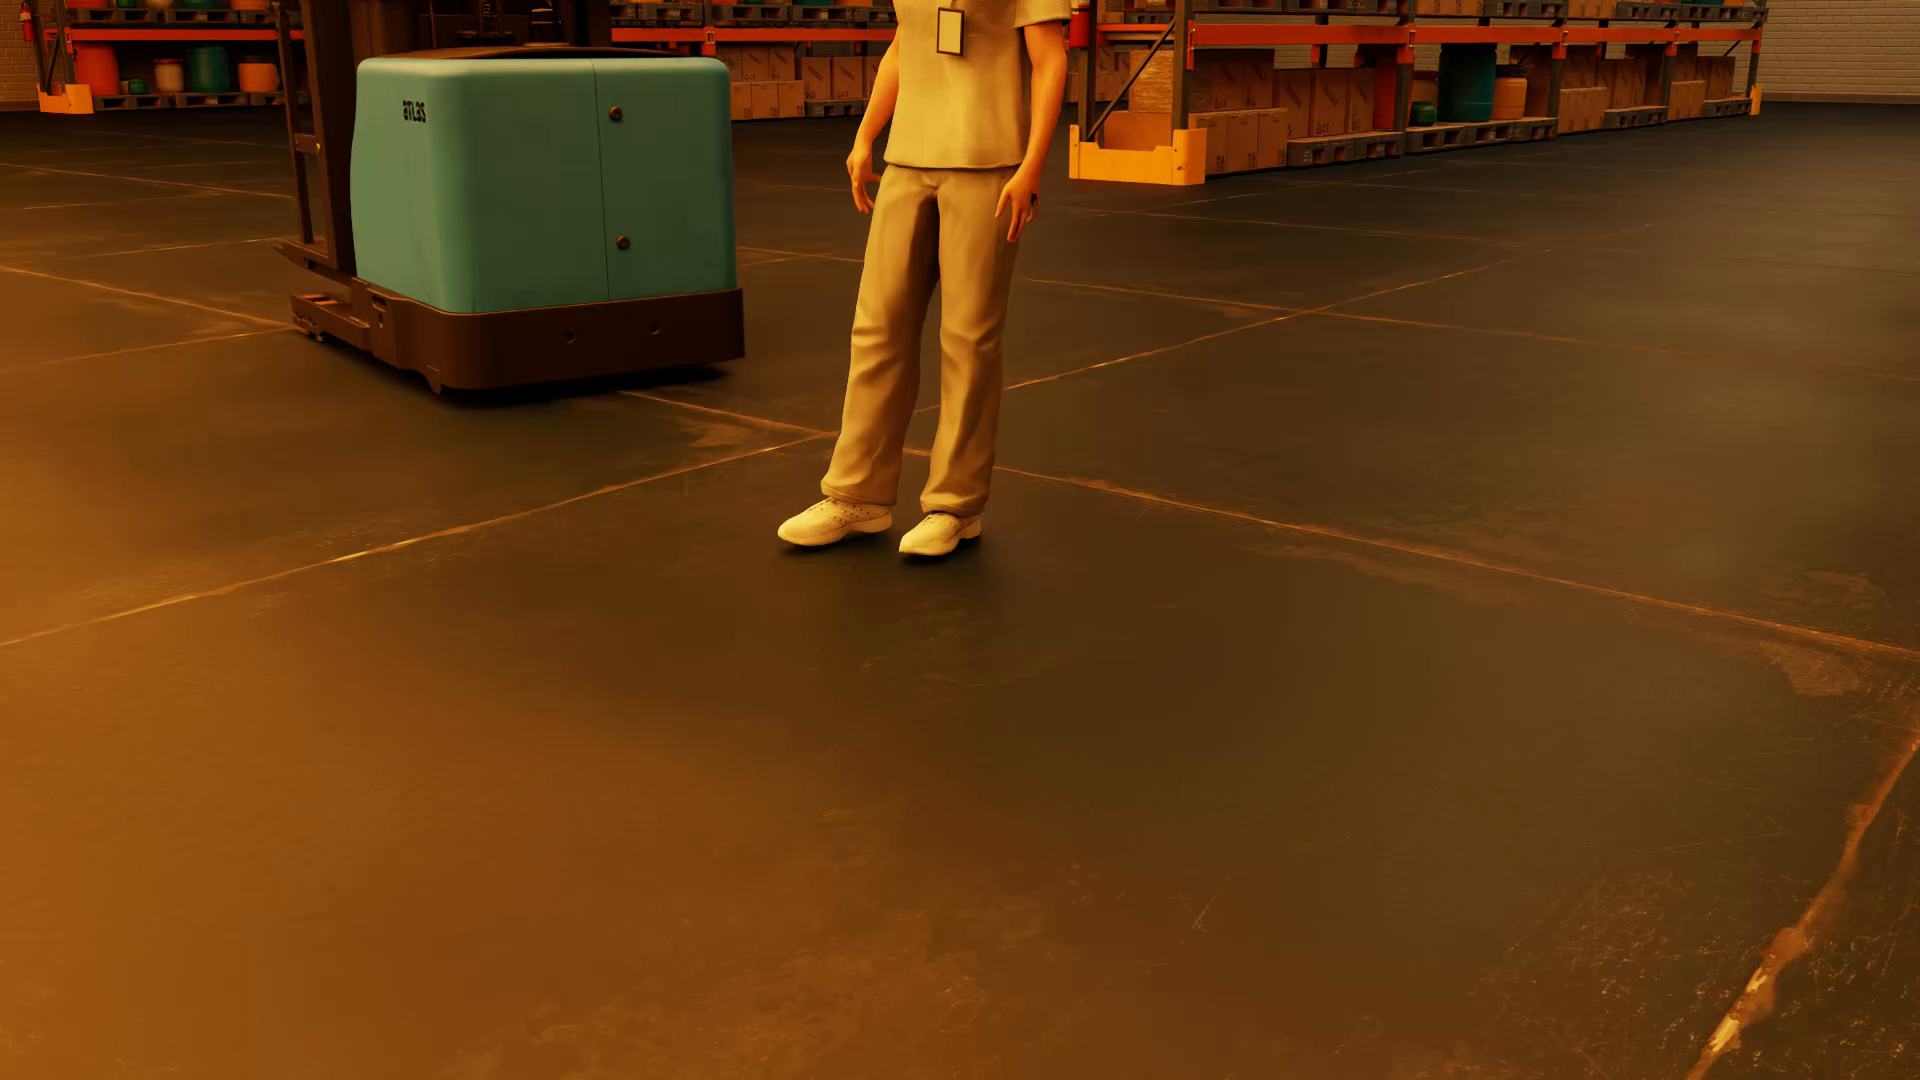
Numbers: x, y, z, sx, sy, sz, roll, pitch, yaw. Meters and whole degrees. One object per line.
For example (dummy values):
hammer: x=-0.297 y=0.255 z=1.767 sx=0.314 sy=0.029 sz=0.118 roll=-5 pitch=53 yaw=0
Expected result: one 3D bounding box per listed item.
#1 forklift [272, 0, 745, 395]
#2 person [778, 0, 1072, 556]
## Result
forklift: x=-2.010 y=-2.243 z=6.284 sx=1.130 sy=2.935 sz=3.031 roll=-12 pitch=20 yaw=-33
person: x=-0.057 y=-0.790 z=3.652 sx=0.549 sy=1.665 sz=0.549 roll=13 pitch=21 yaw=37
